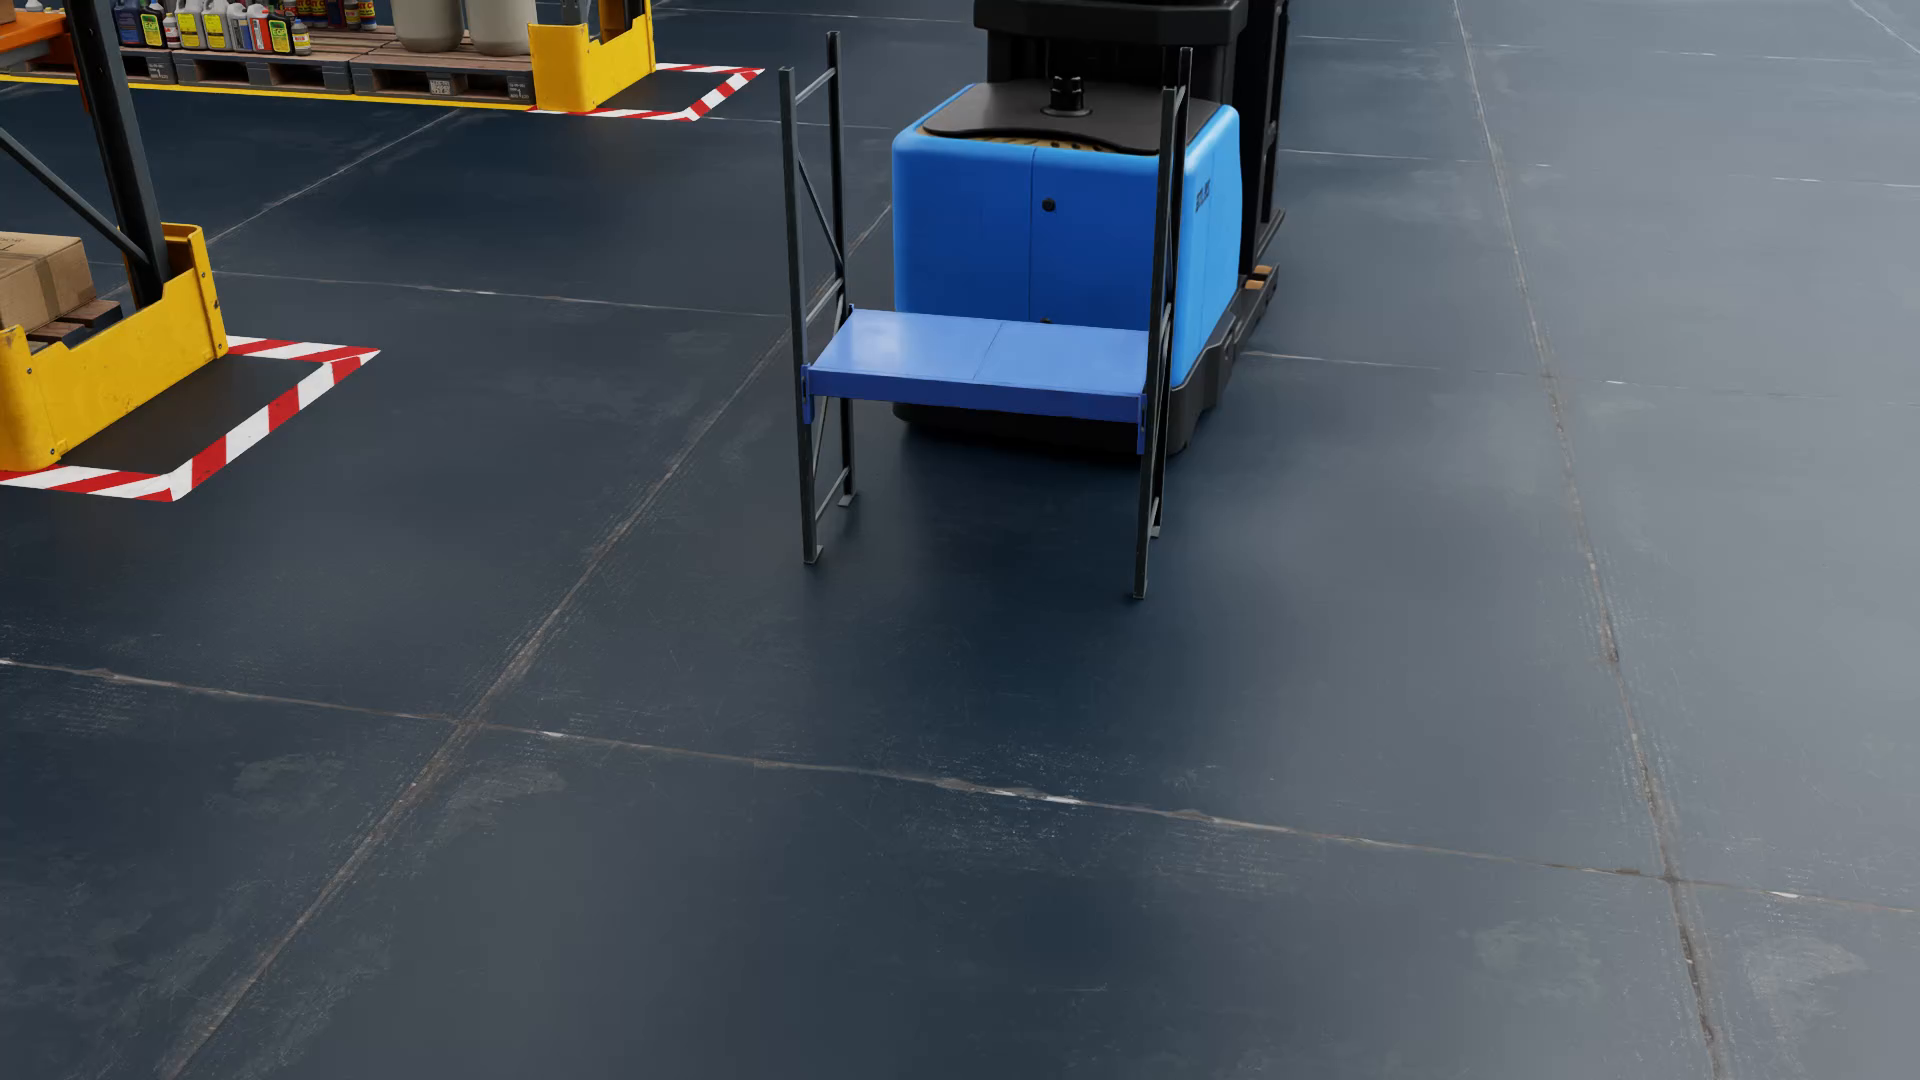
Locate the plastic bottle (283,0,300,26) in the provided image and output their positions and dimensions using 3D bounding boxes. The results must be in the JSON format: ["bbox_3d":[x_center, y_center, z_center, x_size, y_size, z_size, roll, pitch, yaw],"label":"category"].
[{"bbox_3d":[-4.415,-3.508,10.989,0.097,0.201,0.097,0,29,0],"label":"plastic bottle"}]

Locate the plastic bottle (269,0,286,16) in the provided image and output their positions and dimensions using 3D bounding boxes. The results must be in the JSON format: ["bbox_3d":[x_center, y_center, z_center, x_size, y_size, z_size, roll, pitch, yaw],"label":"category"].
[{"bbox_3d":[-4.516,-3.549,10.992,0.097,0.271,0.097,0,29,0],"label":"plastic bottle"}]

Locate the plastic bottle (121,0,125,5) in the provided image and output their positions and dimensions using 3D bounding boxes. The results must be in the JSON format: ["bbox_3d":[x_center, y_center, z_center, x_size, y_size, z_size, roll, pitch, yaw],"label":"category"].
[{"bbox_3d":[-5.356,-3.384,10.607,0.185,0.351,0.144,6,29,11],"label":"plastic bottle"}]

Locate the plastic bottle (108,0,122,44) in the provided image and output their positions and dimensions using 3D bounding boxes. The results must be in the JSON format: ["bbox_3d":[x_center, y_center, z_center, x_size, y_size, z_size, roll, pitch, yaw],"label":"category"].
[{"bbox_3d":[-5.386,-3.316,10.484,0.185,0.351,0.144,7,29,12],"label":"plastic bottle"}]

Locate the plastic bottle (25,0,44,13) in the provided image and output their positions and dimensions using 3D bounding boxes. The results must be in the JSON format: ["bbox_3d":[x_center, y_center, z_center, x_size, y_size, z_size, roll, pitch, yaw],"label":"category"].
[{"bbox_3d":[-5.869,-3.319,10.572,0.097,0.271,0.097,0,29,0],"label":"plastic bottle"}]

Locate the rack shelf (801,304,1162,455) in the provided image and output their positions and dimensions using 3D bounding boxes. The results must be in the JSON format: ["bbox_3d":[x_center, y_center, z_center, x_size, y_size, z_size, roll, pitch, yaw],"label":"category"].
[{"bbox_3d":[0.083,-0.492,4.961,1.000,0.185,0.538,6,29,11],"label":"rack shelf"}]

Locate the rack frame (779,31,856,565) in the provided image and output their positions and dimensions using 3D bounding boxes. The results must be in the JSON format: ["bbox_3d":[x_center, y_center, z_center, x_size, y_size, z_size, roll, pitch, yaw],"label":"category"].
[{"bbox_3d":[-0.414,-0.700,4.967,0.032,1.500,0.500,6,29,11],"label":"rack frame"}]

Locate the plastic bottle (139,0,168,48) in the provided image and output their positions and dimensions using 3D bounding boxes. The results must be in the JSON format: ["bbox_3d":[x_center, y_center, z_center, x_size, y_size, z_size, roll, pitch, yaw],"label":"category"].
[{"bbox_3d":[-5.049,-3.231,10.399,0.133,0.283,0.061,7,30,13],"label":"plastic bottle"}]

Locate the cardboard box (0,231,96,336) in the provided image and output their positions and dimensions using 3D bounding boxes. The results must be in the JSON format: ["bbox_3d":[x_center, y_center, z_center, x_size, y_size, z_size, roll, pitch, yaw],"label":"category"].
[{"bbox_3d":[-3.693,-0.970,6.325,0.500,0.250,0.500,6,29,11],"label":"cardboard box"}]

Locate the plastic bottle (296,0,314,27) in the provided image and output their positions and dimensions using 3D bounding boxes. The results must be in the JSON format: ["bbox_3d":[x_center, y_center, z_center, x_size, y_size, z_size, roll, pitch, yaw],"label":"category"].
[{"bbox_3d":[-4.318,-3.528,10.954,0.097,0.271,0.097,0,29,0],"label":"plastic bottle"}]

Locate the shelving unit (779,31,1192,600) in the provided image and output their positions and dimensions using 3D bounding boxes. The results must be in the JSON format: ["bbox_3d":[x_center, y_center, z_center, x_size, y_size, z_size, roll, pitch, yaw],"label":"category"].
[{"bbox_3d":[0.083,-0.649,4.874,1.048,1.500,0.538,6,29,11],"label":"shelving unit"}]

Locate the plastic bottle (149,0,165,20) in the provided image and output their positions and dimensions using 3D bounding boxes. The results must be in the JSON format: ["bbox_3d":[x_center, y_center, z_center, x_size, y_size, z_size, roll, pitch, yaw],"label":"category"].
[{"bbox_3d":[-5.050,-3.265,10.473,0.097,0.271,0.097,0,29,0],"label":"plastic bottle"}]

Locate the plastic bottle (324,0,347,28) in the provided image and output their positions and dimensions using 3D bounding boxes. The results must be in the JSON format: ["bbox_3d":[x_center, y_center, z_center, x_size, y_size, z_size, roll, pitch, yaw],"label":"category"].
[{"bbox_3d":[-4.102,-3.521,10.928,0.133,0.283,0.061,6,29,11],"label":"plastic bottle"}]

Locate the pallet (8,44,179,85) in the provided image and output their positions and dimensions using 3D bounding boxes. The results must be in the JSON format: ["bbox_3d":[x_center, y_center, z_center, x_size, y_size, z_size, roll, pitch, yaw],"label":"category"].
[{"bbox_3d":[-5.441,-3.251,10.968,1.213,0.211,1.003,6,29,11],"label":"pallet"}]

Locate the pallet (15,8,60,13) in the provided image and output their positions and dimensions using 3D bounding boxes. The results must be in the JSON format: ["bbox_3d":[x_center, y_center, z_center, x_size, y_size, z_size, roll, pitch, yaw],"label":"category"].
[{"bbox_3d":[-6.865,-3.398,11.237,1.213,0.211,1.003,6,29,11],"label":"pallet"}]

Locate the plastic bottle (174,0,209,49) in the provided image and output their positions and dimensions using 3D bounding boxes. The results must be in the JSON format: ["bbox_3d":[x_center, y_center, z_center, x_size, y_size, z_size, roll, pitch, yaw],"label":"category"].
[{"bbox_3d":[-4.786,-3.254,10.371,0.185,0.351,0.144,6,29,10],"label":"plastic bottle"}]

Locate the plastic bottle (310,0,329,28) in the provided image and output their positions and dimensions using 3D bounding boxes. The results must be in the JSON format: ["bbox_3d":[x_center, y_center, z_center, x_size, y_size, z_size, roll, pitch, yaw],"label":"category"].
[{"bbox_3d":[-4.220,-3.518,10.936,0.097,0.271,0.097,0,29,0],"label":"plastic bottle"}]

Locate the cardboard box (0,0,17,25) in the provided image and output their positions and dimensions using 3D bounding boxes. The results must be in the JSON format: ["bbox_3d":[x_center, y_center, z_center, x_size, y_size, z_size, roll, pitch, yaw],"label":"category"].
[{"bbox_3d":[-3.669,-1.931,5.549,0.500,0.500,0.700,6,29,11],"label":"cardboard box"}]

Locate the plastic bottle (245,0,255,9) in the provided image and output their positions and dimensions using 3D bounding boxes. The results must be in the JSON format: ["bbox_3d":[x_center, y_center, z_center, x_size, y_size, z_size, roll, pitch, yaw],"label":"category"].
[{"bbox_3d":[-4.737,-3.560,11.007,0.135,0.276,0.152,6,29,11],"label":"plastic bottle"}]

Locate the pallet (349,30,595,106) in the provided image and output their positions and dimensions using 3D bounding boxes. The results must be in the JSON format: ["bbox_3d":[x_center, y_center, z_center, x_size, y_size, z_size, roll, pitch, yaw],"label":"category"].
[{"bbox_3d":[-3.054,-3.006,10.521,1.213,0.211,1.003,6,29,11],"label":"pallet"}]

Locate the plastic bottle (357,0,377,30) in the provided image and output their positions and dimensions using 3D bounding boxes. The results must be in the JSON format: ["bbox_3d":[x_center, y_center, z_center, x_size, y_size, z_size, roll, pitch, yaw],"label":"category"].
[{"bbox_3d":[-3.885,-3.484,10.873,0.097,0.271,0.097,0,29,0],"label":"plastic bottle"}]

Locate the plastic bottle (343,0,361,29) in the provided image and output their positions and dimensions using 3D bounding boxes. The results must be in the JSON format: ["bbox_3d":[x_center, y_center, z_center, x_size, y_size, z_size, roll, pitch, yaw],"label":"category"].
[{"bbox_3d":[-3.986,-3.464,10.909,0.097,0.201,0.097,0,29,0],"label":"plastic bottle"}]

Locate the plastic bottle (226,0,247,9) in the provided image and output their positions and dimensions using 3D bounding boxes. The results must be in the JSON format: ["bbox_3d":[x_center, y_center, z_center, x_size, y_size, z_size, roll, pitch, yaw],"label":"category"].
[{"bbox_3d":[-4.759,-3.513,10.914,0.133,0.283,0.061,6,29,11],"label":"plastic bottle"}]

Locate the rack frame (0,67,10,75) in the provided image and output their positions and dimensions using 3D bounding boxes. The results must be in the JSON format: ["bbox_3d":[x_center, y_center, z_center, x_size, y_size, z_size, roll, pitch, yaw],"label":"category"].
[{"bbox_3d":[-6.089,-4.561,10.457,0.127,3.000,1.000,6,29,11],"label":"rack frame"}]

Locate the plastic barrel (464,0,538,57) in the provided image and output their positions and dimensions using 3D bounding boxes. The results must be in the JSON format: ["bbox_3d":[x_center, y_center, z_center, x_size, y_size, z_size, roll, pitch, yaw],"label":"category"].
[{"bbox_3d":[-2.836,-3.283,10.276,0.421,0.512,0.421,0,29,0],"label":"plastic barrel"}]

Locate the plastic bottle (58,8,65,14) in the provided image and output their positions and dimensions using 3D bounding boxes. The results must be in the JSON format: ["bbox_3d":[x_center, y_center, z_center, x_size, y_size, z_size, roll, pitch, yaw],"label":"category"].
[{"bbox_3d":[-5.670,-3.268,10.552,0.097,0.201,0.097,0,29,0],"label":"plastic bottle"}]

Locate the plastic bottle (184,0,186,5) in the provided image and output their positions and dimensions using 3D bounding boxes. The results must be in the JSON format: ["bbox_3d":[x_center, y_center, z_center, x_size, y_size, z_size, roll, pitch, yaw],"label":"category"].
[{"bbox_3d":[-5.211,-3.643,11.082,0.185,0.351,0.144,4,29,8],"label":"plastic bottle"}]

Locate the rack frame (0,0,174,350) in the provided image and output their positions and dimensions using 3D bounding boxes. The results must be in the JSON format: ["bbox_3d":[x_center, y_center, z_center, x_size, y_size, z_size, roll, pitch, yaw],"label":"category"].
[{"bbox_3d":[-3.215,-1.834,5.476,0.127,3.000,1.000,6,29,11],"label":"rack frame"}]

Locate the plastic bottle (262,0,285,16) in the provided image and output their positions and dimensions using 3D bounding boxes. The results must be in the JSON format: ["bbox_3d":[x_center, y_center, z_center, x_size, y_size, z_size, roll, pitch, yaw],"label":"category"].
[{"bbox_3d":[-4.284,-3.228,10.393,0.133,0.283,0.061,6,29,11],"label":"plastic bottle"}]

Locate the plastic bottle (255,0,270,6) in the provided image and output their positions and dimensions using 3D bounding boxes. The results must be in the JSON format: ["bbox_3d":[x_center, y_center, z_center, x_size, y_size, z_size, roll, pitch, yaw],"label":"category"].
[{"bbox_3d":[-4.616,-3.528,11.027,0.097,0.201,0.097,0,29,0],"label":"plastic bottle"}]

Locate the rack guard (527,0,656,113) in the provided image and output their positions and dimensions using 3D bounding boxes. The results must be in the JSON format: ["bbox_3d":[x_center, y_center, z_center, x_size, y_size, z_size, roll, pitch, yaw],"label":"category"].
[{"bbox_3d":[-2.261,-3.049,10.298,0.348,0.500,1.175,6,29,11],"label":"rack guard"}]

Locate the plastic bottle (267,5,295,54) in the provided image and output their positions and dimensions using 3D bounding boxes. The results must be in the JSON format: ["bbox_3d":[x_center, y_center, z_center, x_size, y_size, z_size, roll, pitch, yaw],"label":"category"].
[{"bbox_3d":[-4.183,-3.143,10.237,0.133,0.283,0.061,7,29,12],"label":"plastic bottle"}]

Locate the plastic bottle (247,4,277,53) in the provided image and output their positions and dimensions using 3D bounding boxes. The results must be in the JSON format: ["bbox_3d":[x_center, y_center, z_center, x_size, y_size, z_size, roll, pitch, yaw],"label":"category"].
[{"bbox_3d":[-4.305,-3.174,10.303,0.135,0.276,0.152,6,29,11],"label":"plastic bottle"}]

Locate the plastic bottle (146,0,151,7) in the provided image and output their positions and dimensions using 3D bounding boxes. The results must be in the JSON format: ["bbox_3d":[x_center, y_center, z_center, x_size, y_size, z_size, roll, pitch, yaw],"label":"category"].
[{"bbox_3d":[-5.429,-3.595,10.993,0.185,0.351,0.144,6,29,11],"label":"plastic bottle"}]

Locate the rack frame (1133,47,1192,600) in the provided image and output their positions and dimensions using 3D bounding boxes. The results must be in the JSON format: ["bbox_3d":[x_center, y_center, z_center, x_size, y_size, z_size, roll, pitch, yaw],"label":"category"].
[{"bbox_3d":[0.581,-0.598,4.781,0.032,1.500,0.500,6,29,11],"label":"rack frame"}]

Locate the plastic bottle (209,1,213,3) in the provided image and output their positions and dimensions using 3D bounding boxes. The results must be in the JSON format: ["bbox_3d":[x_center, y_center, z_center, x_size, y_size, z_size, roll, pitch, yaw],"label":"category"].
[{"bbox_3d":[-4.891,-3.531,10.946,0.133,0.283,0.061,6,29,11],"label":"plastic bottle"}]

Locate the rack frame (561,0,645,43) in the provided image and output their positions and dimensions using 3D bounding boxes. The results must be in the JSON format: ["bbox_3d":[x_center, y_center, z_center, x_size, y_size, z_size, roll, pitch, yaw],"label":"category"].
[{"bbox_3d":[-2.177,-4.160,9.724,0.127,3.000,1.000,6,29,11],"label":"rack frame"}]

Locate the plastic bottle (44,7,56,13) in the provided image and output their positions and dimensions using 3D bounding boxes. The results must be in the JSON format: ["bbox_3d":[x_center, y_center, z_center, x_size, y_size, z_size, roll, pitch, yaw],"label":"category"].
[{"bbox_3d":[-5.769,-3.278,10.570,0.097,0.201,0.097,0,29,0],"label":"plastic bottle"}]

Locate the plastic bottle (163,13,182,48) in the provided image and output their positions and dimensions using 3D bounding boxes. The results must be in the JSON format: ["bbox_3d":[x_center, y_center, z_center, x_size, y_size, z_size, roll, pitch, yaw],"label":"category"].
[{"bbox_3d":[-4.929,-3.192,10.413,0.097,0.201,0.097,0,29,0],"label":"plastic bottle"}]

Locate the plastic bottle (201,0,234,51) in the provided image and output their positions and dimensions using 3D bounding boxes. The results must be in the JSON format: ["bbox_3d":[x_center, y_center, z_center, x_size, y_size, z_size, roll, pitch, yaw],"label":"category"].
[{"bbox_3d":[-4.604,-3.236,10.337,0.185,0.351,0.144,7,29,13],"label":"plastic bottle"}]

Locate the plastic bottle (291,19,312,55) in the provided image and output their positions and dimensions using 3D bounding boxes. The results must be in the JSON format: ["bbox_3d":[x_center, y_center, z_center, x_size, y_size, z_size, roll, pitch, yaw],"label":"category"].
[{"bbox_3d":[-4.064,-3.104,10.251,0.097,0.201,0.097,0,29,0],"label":"plastic bottle"}]

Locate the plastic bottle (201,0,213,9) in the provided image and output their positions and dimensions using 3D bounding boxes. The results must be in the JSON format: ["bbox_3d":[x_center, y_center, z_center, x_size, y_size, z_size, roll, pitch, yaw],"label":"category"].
[{"bbox_3d":[-4.779,-3.294,10.521,0.135,0.276,0.152,6,29,11],"label":"plastic bottle"}]

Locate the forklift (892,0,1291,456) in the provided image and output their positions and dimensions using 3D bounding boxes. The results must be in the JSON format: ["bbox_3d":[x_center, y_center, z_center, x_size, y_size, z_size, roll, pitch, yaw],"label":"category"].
[{"bbox_3d":[0.722,-2.257,6.320,1.130,2.935,3.031,9,30,17],"label":"forklift"}]

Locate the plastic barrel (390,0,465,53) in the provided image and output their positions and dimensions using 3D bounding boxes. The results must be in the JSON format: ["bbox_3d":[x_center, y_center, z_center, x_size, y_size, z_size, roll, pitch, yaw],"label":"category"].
[{"bbox_3d":[-3.327,-3.333,10.368,0.421,0.512,0.421,0,29,0],"label":"plastic barrel"}]

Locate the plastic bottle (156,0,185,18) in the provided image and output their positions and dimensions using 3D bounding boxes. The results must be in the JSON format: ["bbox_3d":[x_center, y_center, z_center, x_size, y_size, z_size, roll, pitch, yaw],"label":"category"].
[{"bbox_3d":[-5.217,-3.539,10.968,0.135,0.276,0.152,6,29,11],"label":"plastic bottle"}]

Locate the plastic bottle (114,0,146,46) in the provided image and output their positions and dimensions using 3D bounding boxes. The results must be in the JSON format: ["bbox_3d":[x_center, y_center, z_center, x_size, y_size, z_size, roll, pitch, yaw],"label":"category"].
[{"bbox_3d":[-5.201,-3.297,10.449,0.185,0.351,0.144,5,29,8],"label":"plastic bottle"}]

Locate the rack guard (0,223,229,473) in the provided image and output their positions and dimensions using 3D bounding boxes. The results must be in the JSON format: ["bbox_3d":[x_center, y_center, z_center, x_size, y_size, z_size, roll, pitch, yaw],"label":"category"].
[{"bbox_3d":[-3.191,-0.735,6.072,0.348,0.500,1.175,6,29,11],"label":"rack guard"}]

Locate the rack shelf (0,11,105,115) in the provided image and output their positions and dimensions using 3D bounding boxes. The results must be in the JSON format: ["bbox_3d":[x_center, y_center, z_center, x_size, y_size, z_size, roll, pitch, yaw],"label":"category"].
[{"bbox_3d":[-5.171,-1.719,6.015,4.000,0.370,1.077,6,29,11],"label":"rack shelf"}]

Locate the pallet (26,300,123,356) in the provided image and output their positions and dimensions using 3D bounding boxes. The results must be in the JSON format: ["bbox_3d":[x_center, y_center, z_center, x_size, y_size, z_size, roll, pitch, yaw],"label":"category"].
[{"bbox_3d":[-3.972,-0.668,6.250,1.213,0.211,1.003,6,29,11],"label":"pallet"}]

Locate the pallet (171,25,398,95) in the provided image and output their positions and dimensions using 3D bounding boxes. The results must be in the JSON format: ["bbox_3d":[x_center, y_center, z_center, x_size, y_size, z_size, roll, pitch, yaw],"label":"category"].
[{"bbox_3d":[-4.244,-3.129,10.746,1.213,0.211,1.003,6,29,11],"label":"pallet"}]

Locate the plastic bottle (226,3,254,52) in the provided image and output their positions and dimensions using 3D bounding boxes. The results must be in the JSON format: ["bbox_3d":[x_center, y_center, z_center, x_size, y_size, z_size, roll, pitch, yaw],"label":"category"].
[{"bbox_3d":[-4.441,-3.188,10.328,0.135,0.276,0.152,5,29,9],"label":"plastic bottle"}]
